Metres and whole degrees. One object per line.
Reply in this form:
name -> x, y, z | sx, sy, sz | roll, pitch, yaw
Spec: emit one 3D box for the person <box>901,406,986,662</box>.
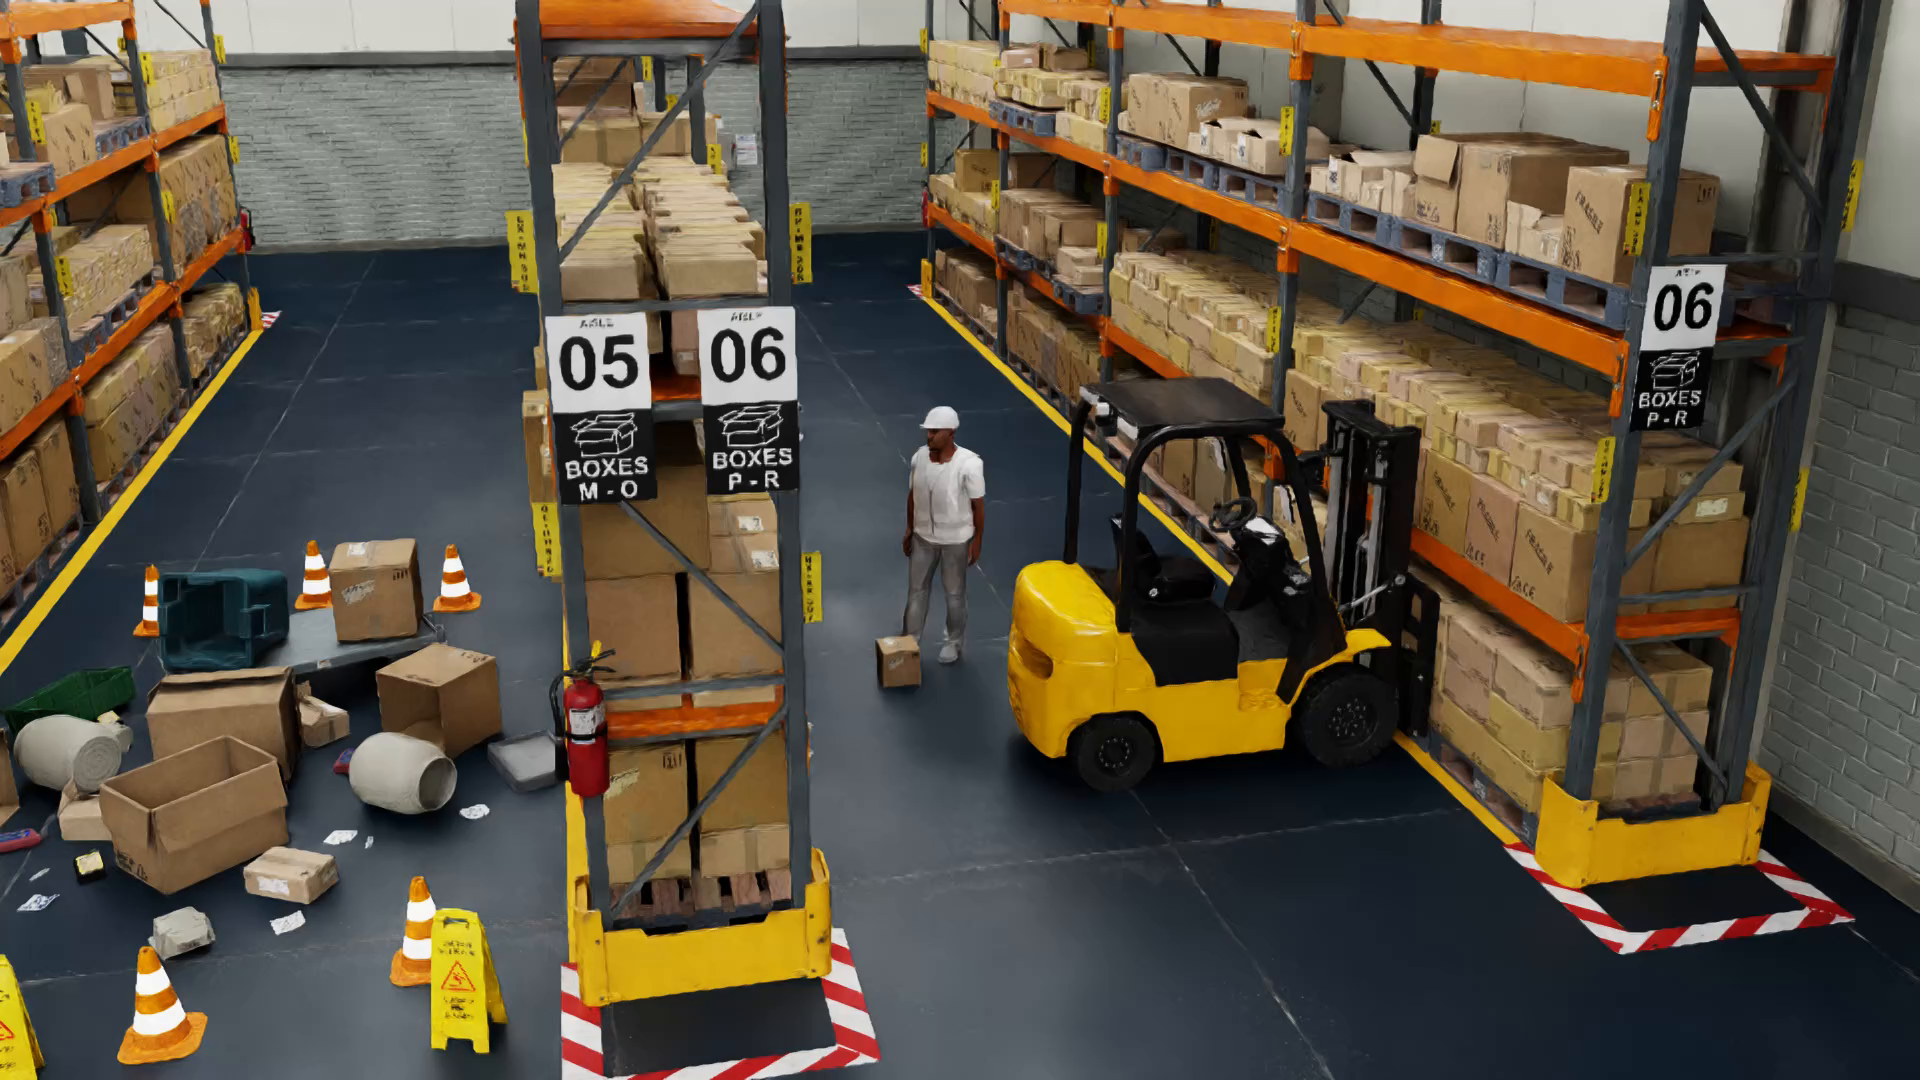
person -> -0.159, -0.005, 11.016 | 0.578, 1.769, 0.571 | 10, 22, 27
